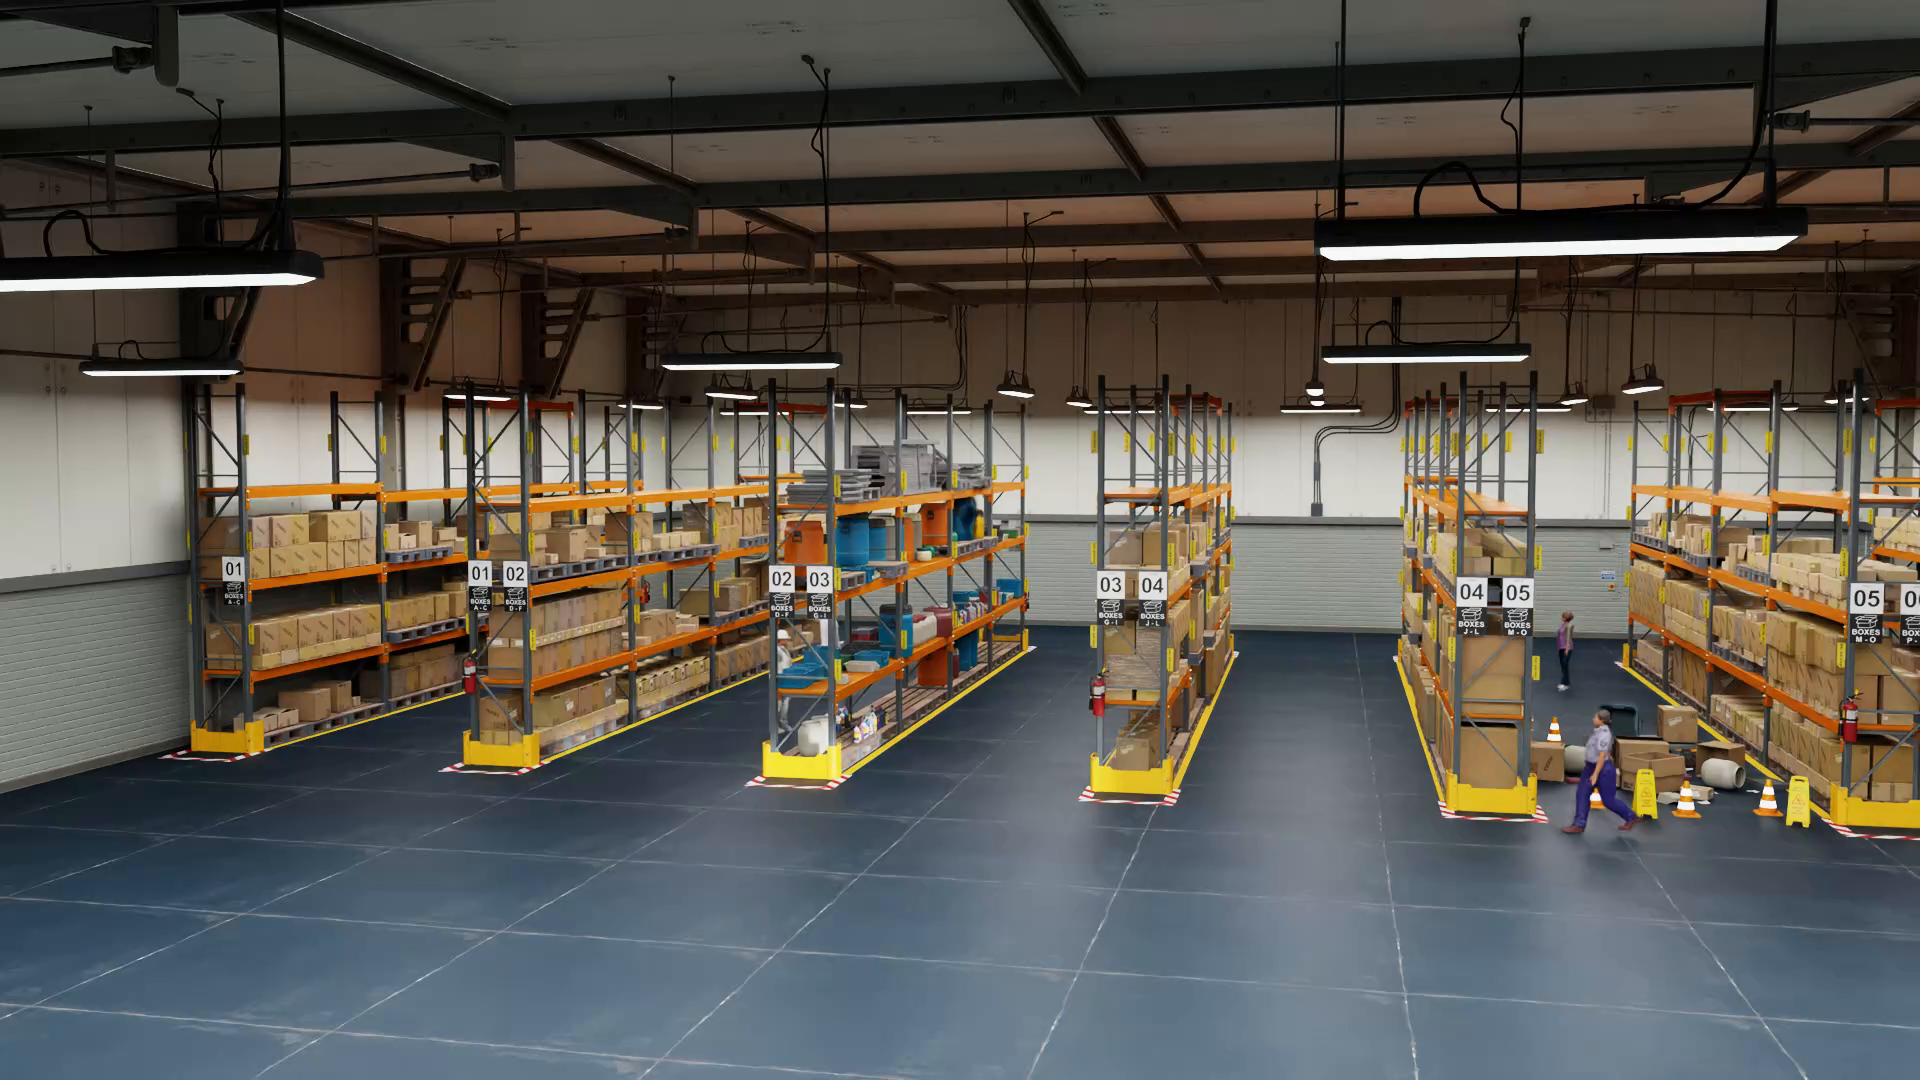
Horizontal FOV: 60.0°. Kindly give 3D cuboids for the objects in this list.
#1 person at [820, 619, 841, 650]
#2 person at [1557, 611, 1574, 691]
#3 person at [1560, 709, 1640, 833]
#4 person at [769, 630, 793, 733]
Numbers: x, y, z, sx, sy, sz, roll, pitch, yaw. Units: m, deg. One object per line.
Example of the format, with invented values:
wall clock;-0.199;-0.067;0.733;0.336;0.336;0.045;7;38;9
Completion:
person;-2.592;2.210;33.410;0.468;1.810;0.649;2;4;25
person;12.370;2.262;34.099;0.431;1.616;0.463;0;3;-8
person;8.236;2.979;21.328;0.927;1.601;0.464;-1;3;-11
person;-3.114;2.452;28.964;0.410;1.790;0.557;1;3;15
